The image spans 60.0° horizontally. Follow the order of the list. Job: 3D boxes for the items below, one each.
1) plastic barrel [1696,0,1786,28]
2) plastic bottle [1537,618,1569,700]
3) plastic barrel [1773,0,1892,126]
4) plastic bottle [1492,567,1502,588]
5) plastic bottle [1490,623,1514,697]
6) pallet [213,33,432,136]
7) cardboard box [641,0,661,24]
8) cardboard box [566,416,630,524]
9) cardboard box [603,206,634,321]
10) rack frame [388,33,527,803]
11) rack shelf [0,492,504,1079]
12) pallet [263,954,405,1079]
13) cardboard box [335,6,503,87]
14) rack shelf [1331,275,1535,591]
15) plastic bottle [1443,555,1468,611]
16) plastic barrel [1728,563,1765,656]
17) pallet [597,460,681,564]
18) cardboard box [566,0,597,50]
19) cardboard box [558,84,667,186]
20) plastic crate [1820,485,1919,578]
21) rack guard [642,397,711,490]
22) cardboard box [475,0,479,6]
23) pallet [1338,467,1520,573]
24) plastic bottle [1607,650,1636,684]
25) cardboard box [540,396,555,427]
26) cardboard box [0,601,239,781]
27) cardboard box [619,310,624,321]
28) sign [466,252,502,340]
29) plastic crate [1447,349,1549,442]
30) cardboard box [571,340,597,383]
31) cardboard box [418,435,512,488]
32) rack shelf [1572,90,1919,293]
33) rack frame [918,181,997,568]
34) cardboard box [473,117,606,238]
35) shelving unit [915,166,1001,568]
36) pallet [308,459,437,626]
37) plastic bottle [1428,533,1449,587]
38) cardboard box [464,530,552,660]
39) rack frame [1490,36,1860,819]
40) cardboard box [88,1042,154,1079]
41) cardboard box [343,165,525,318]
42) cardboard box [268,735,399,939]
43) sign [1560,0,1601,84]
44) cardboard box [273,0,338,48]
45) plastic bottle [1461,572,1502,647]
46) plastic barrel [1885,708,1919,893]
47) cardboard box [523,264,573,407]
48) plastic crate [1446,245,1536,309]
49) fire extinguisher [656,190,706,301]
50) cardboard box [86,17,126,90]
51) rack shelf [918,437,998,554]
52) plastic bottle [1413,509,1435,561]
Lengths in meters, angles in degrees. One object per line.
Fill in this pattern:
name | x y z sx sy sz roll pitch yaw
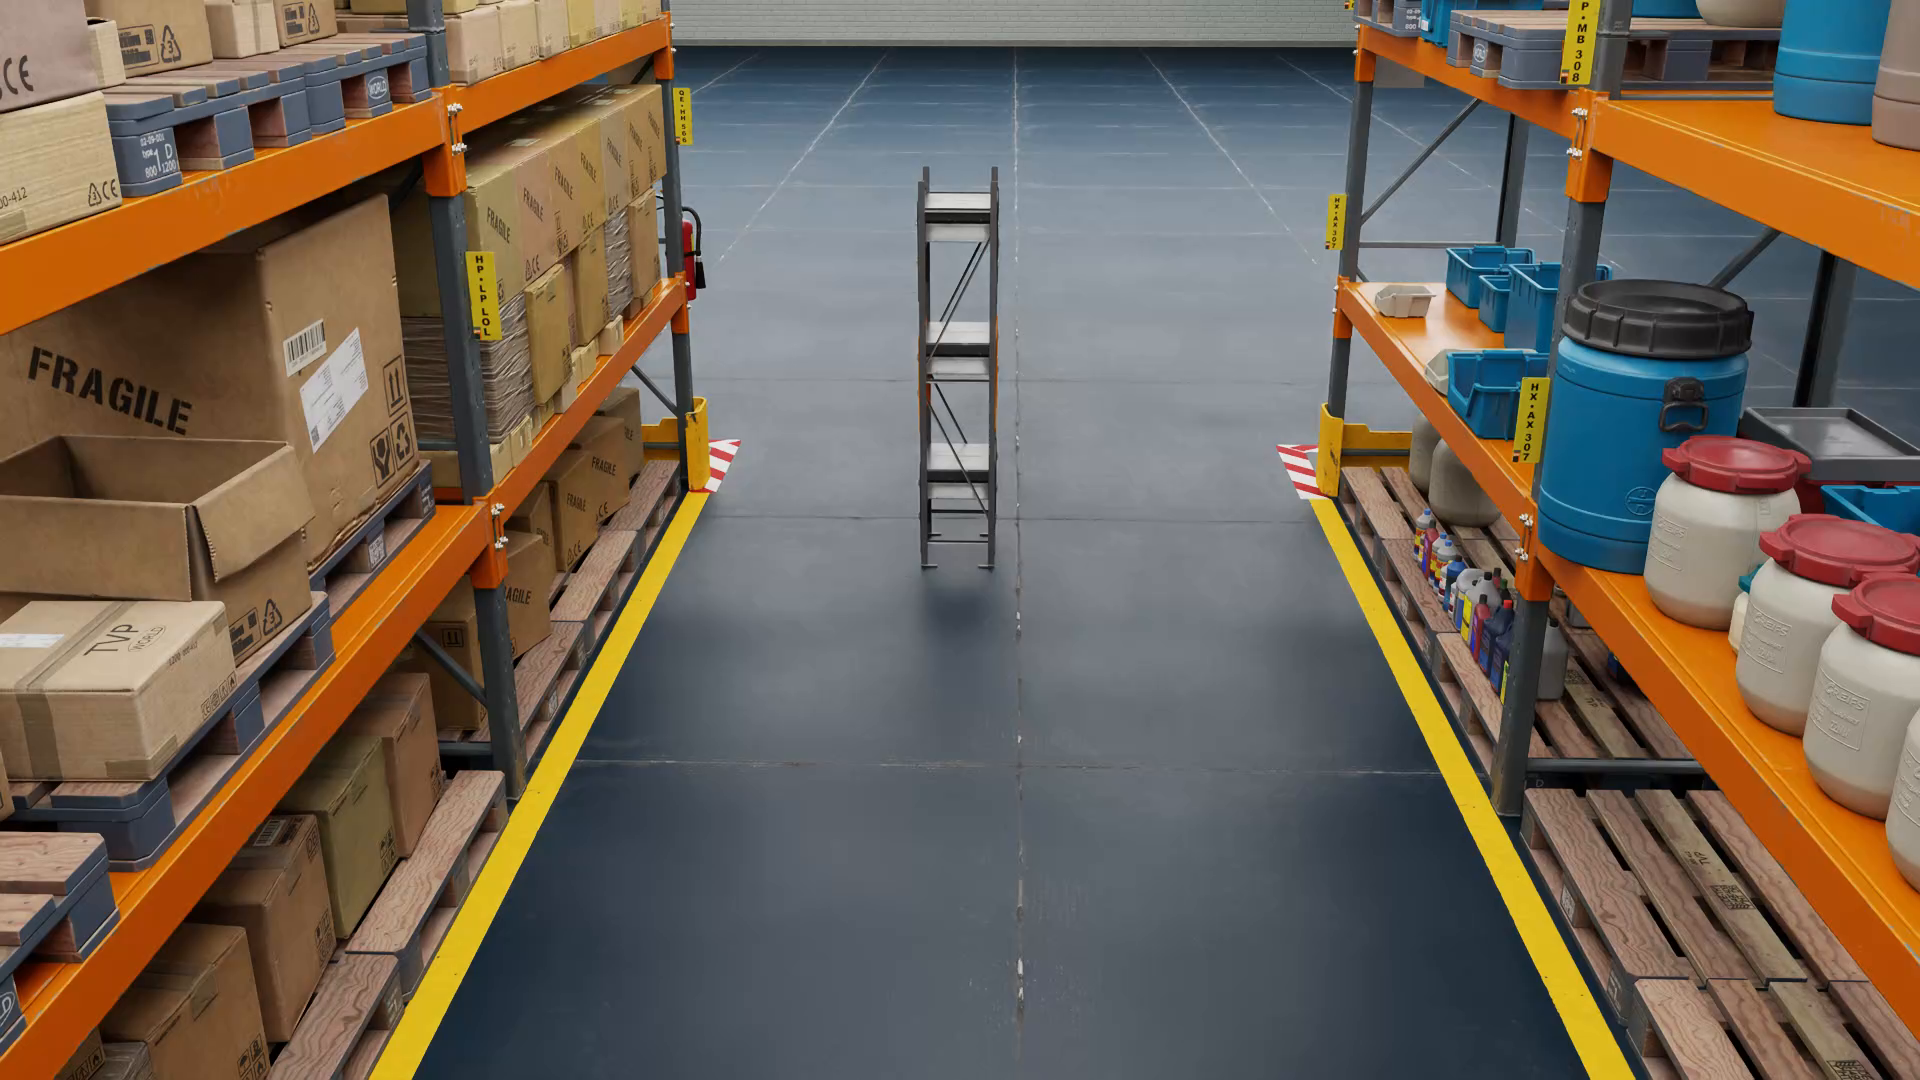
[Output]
plastic barrel | 2.865 -2.101 5.916 0.421 0.512 0.421 0 21 0
plastic bottle | 2.531 0.494 7.162 0.144 0.351 0.185 1 21 2
plastic barrel | 2.857 -1.747 5.045 0.600 0.901 0.708 1 21 2
plastic bottle | 2.518 0.280 7.807 0.061 0.283 0.133 1 21 2
plastic bottle | 2.387 0.493 7.167 0.144 0.351 0.185 0 21 0
pallet | -2.420 -1.445 5.218 1.213 0.211 1.003 1 21 2
cardboard box | -1.934 -2.953 9.055 0.500 0.250 0.500 1 21 3
cardboard box | -2.193 -0.390 9.263 0.500 0.500 0.500 6 22 16
cardboard box | -2.171 -1.426 8.509 0.875 0.500 0.500 1 21 2
rack frame | -2.295 -0.356 6.299 1.000 3.000 0.127 1 21 2
rack shelf | -2.356 0.703 4.566 1.077 0.370 4.000 1 21 2
pallet | -2.351 1.668 4.938 1.003 0.211 1.213 1 21 2
cardboard box | -2.025 -1.844 6.196 0.500 0.250 0.500 0 21 0
rack shelf | 2.717 -0.689 8.152 1.077 0.370 4.000 1 21 2
plastic bottle | 2.391 0.205 8.018 0.097 0.271 0.097 0 21 0
plastic barrel | 2.462 0.240 4.955 0.301 0.262 0.301 0 21 0
pallet | -2.236 -0.181 9.704 1.003 0.211 1.213 1 21 2
cardboard box | -1.980 -2.406 7.643 0.500 0.250 0.500 0 21 1
cardboard box | -1.943 -2.252 9.254 0.500 0.500 0.500 1 21 2
plastic crate | 2.933 0.108 5.125 0.392 0.384 0.575 1 21 2
rack guard | -2.176 -0.609 10.408 1.175 0.500 0.348 1 21 2
cardboard box | -2.037 -2.081 6.256 0.380 0.149 0.250 0 21 -1
pallet | 2.792 -0.126 9.561 1.003 0.211 1.213 1 21 2
plastic bottle | 2.951 0.440 7.303 0.144 0.351 0.185 1 21 2
cardboard box | -1.989 -0.584 7.236 0.380 0.149 0.250 1 21 2
cardboard box | -2.136 0.361 4.078 0.500 0.250 0.500 0 21 0
cardboard box | -2.012 -1.218 8.869 0.380 0.149 0.250 1 21 2
sign | -1.740 -0.891 6.077 0.100 0.325 0.005 1 21 2
plastic crate | 2.418 -0.635 7.225 0.499 0.251 0.616 1 21 2
cardboard box | -1.955 -0.856 7.934 0.380 0.149 0.250 1 21 2
cardboard box | -1.988 -0.313 6.536 0.380 0.149 0.250 1 21 2
rack shelf | 2.595 -0.641 3.882 1.077 0.370 4.000 1 21 2
rack frame | -0.012 -0.831 8.767 0.400 2.100 0.015 1 21 2
cardboard box | -1.994 -1.710 7.857 0.500 0.500 0.500 1 21 2
shelving unit | -0.005 -0.919 8.995 0.431 2.100 0.503 1 21 2
pallet | -2.464 0.008 5.626 1.003 0.211 1.213 1 21 2
plastic bottle | 2.400 0.095 8.300 0.097 0.271 0.097 0 21 0
cardboard box | -2.233 0.262 7.581 0.500 0.500 0.500 8 22 19
rack frame | 2.656 -0.301 6.159 1.000 3.000 0.127 1 21 2
cardboard box | -2.412 1.608 4.086 0.700 0.500 0.500 -1 21 -3
cardboard box | -2.027 -1.167 6.458 0.500 0.500 0.500 1 21 2
cardboard box | -2.368 0.999 5.656 0.700 0.500 0.500 1 21 1
sign | 2.106 -1.714 5.640 0.100 0.325 0.005 1 21 2
cardboard box | -2.408 -1.829 5.227 0.797 0.503 0.637 0 21 -1
plastic bottle | 2.403 0.306 7.646 0.144 0.351 0.185 1 21 1
plastic barrel | 2.365 0.566 3.768 0.421 0.512 0.421 0 21 0
cardboard box | -2.169 -0.883 7.110 0.875 0.500 0.500 1 21 2
plastic crate | 3.061 -1.494 9.438 0.499 0.251 0.616 1 21 2
fire extinguisher | -1.709 -1.802 10.134 0.296 0.674 0.183 1 21 2
cardboard box | -2.252 -1.162 3.973 0.380 0.166 0.250 0 21 0
rack shelf | -0.005 -0.254 9.253 0.431 0.518 0.480 1 21 2
plastic bottle | 2.411 -0.029 8.619 0.097 0.271 0.097 0 21 0
